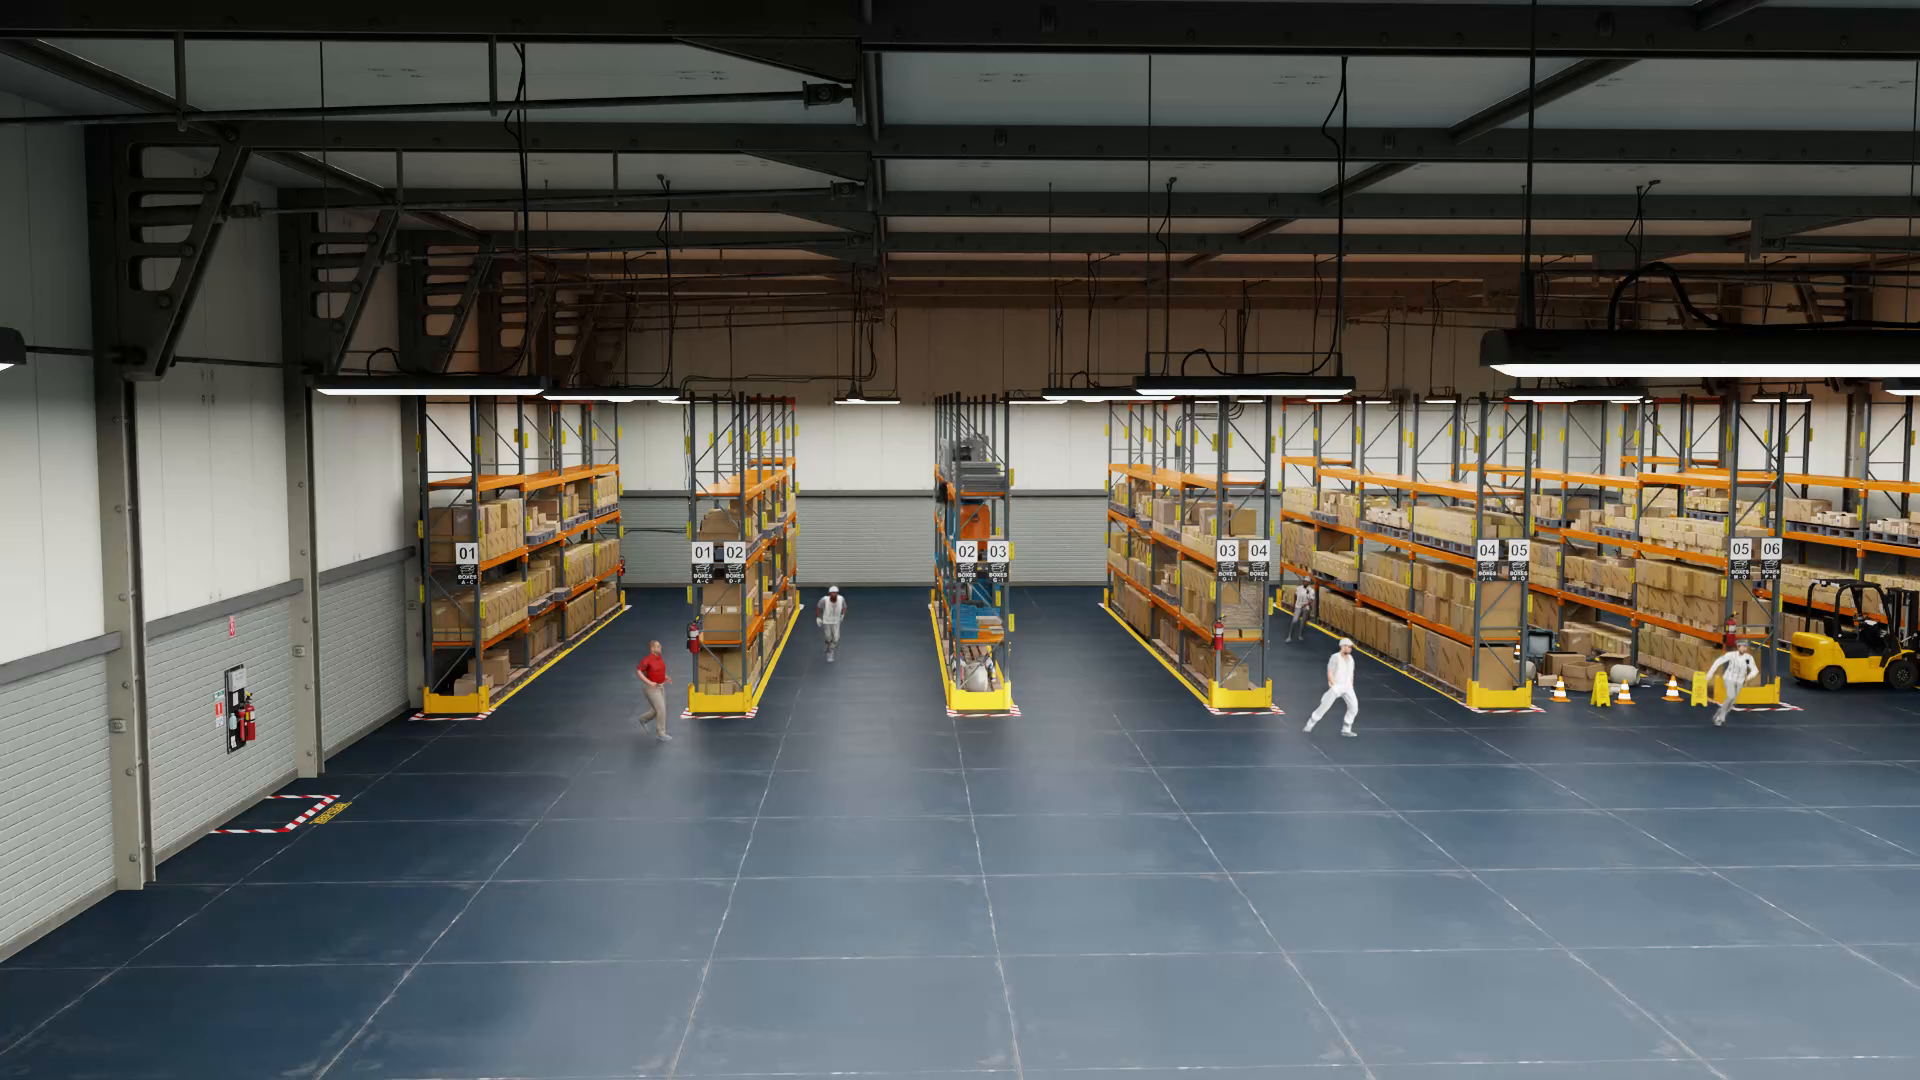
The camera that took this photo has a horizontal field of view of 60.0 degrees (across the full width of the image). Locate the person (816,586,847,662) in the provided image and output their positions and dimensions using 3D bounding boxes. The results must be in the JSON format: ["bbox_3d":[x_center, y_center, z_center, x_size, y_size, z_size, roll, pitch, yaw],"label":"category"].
[{"bbox_3d":[-2.867,1.867,37.207,0.666,1.702,0.714,-2,5,-21],"label":"person"}]

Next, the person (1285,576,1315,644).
[{"bbox_3d":[8.241,1.669,40.153,0.659,1.646,0.775,2,5,22],"label":"person"}]

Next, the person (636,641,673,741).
[{"bbox_3d":[-5.306,2.585,28.647,0.780,1.723,0.680,2,5,20],"label":"person"}]

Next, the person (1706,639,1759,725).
[{"bbox_3d":[13.898,2.547,29.813,0.770,1.577,0.642,0,5,-3],"label":"person"}]

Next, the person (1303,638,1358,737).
[{"bbox_3d":[6.445,2.551,28.885,0.840,1.721,0.736,-2,5,-24],"label":"person"}]
